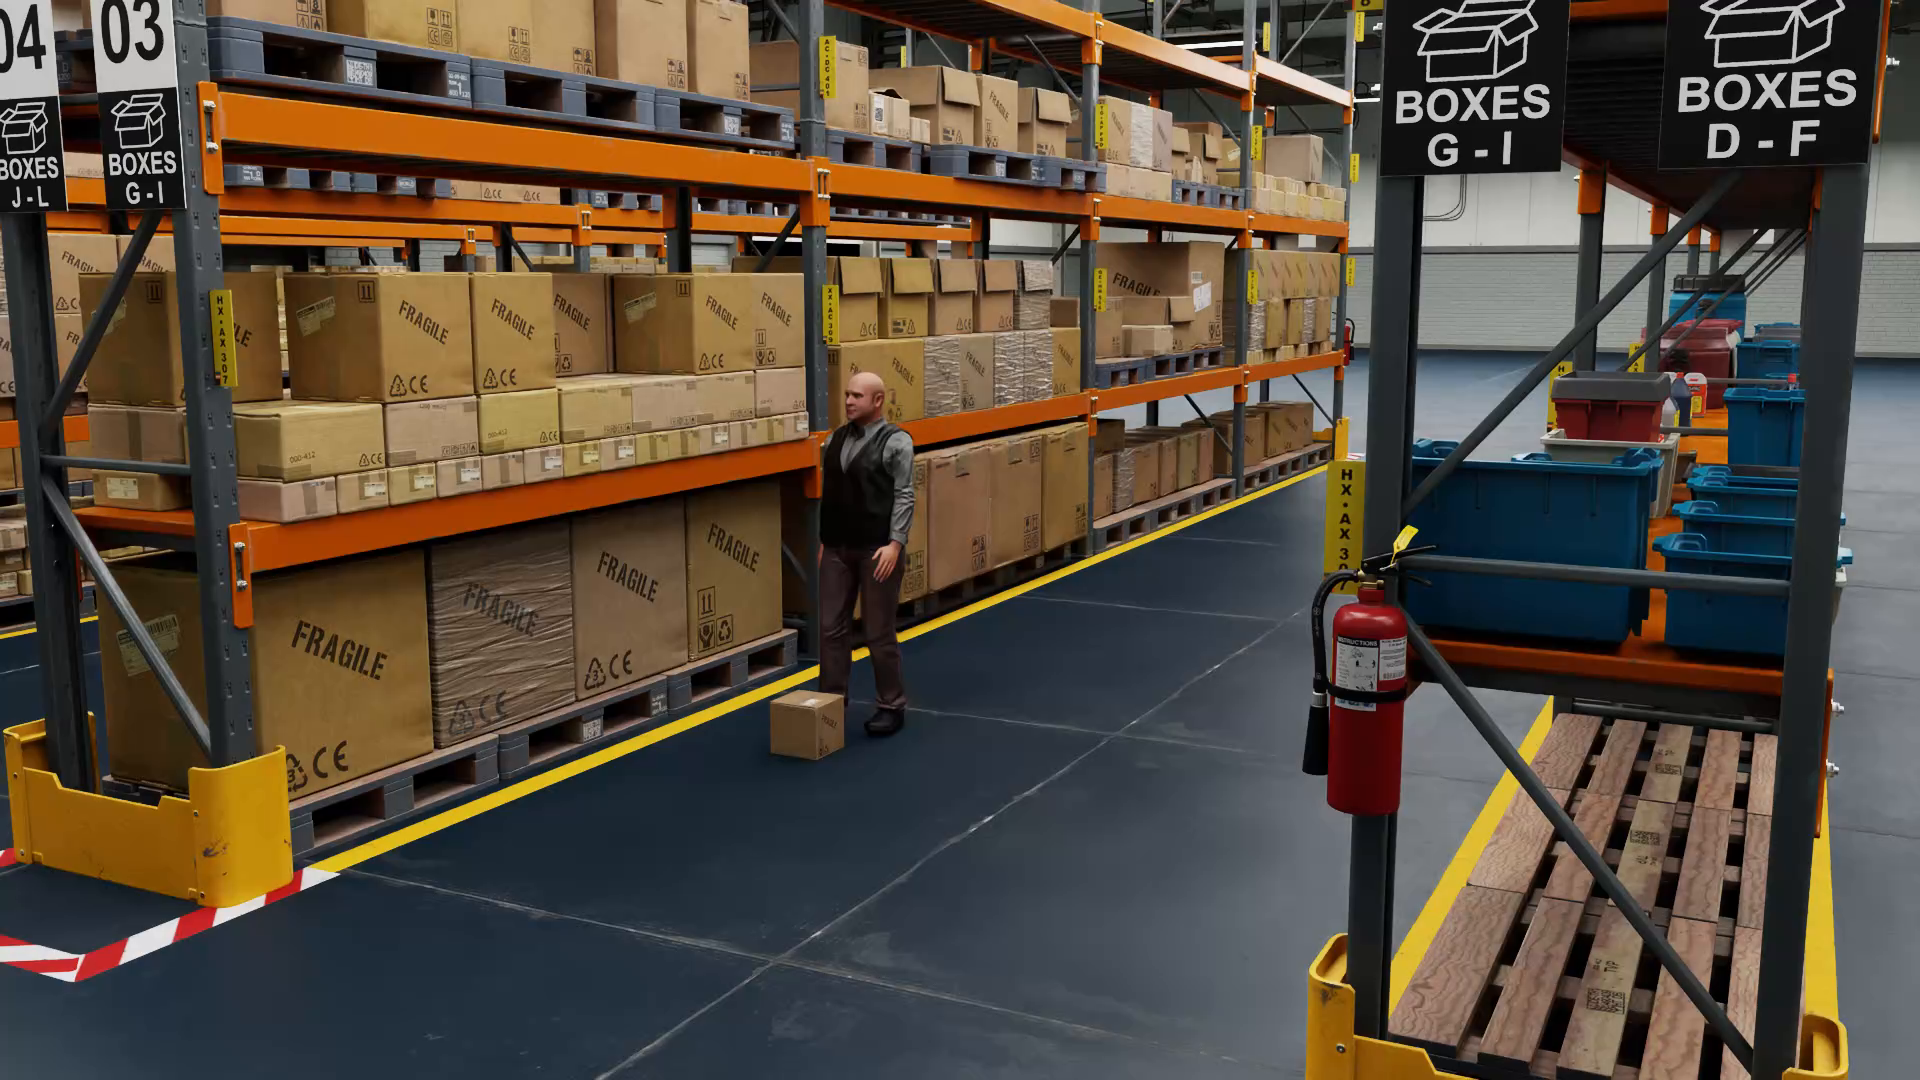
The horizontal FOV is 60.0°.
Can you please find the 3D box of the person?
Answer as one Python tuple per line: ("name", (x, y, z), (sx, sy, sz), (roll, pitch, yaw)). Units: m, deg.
("person", (-0.502, 0.073, 7.930), (0.574, 1.730, 0.490), (5, 10, 31))
